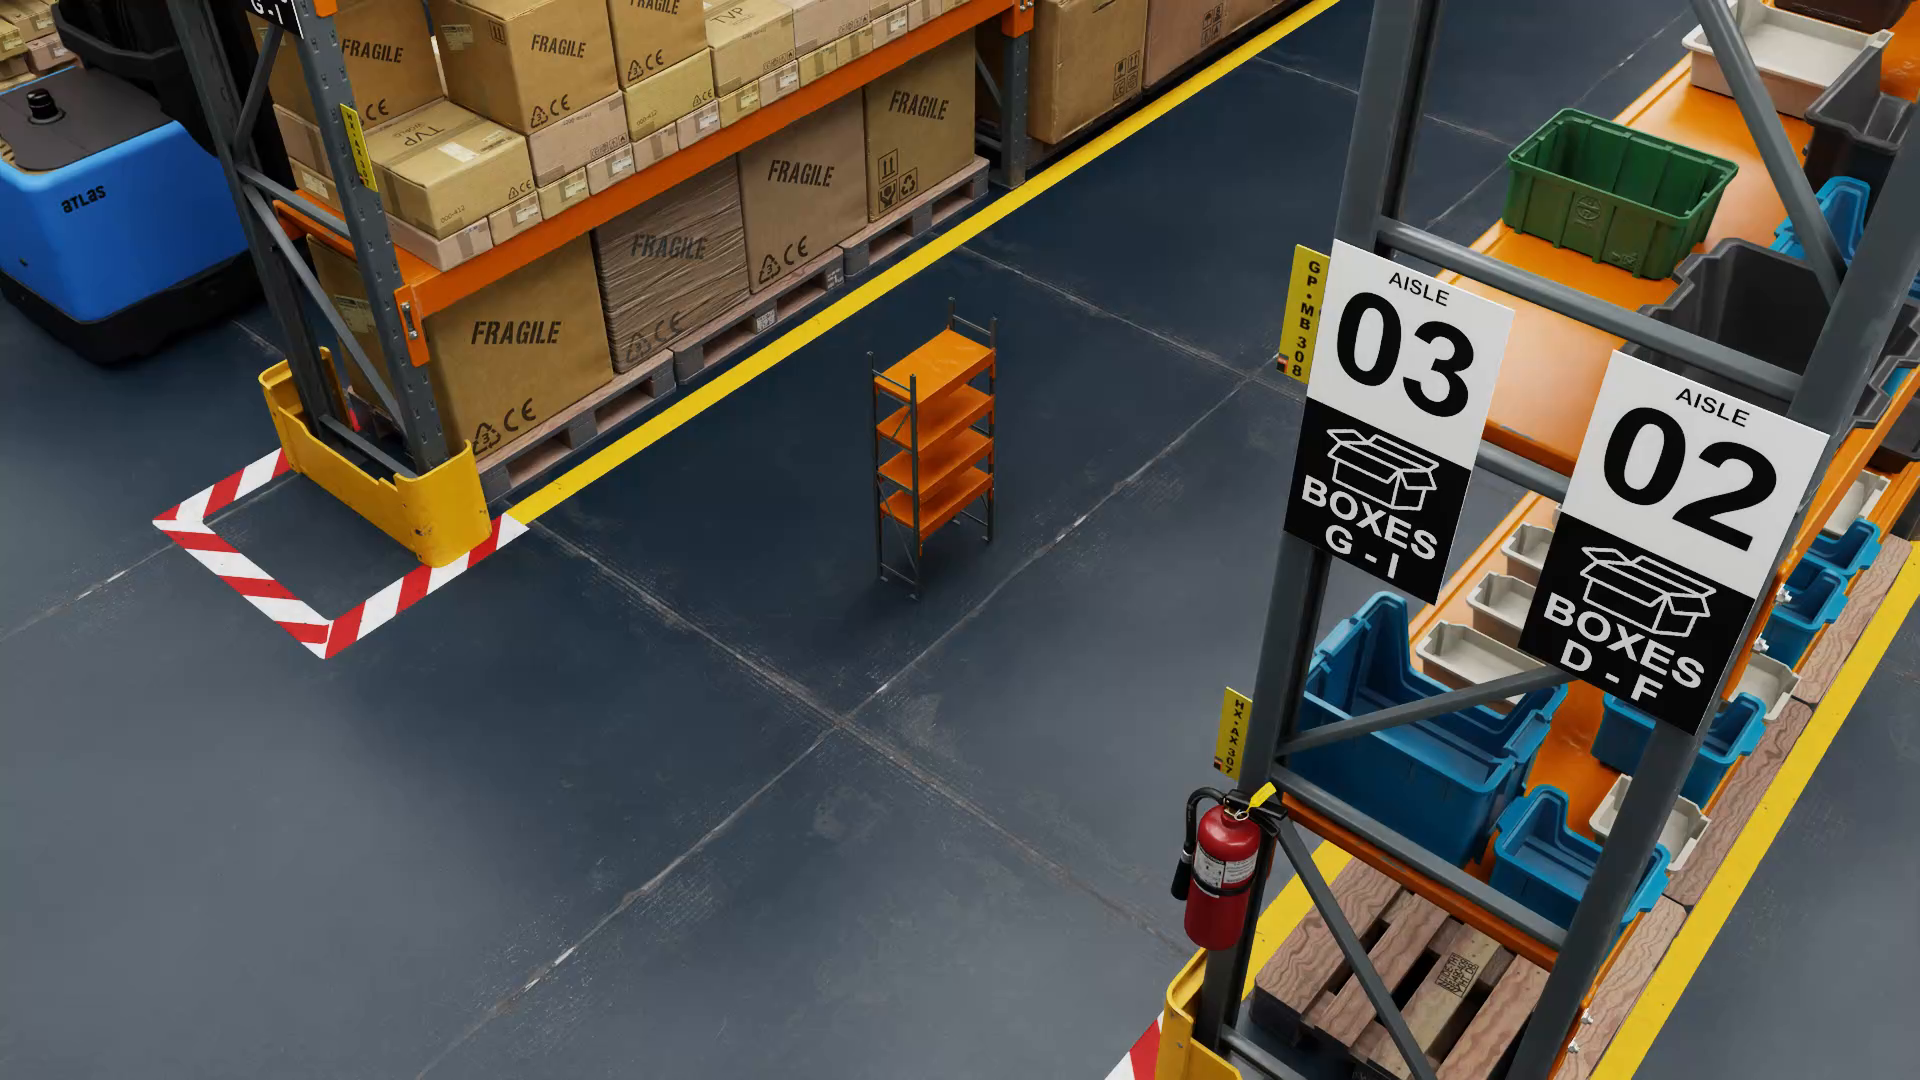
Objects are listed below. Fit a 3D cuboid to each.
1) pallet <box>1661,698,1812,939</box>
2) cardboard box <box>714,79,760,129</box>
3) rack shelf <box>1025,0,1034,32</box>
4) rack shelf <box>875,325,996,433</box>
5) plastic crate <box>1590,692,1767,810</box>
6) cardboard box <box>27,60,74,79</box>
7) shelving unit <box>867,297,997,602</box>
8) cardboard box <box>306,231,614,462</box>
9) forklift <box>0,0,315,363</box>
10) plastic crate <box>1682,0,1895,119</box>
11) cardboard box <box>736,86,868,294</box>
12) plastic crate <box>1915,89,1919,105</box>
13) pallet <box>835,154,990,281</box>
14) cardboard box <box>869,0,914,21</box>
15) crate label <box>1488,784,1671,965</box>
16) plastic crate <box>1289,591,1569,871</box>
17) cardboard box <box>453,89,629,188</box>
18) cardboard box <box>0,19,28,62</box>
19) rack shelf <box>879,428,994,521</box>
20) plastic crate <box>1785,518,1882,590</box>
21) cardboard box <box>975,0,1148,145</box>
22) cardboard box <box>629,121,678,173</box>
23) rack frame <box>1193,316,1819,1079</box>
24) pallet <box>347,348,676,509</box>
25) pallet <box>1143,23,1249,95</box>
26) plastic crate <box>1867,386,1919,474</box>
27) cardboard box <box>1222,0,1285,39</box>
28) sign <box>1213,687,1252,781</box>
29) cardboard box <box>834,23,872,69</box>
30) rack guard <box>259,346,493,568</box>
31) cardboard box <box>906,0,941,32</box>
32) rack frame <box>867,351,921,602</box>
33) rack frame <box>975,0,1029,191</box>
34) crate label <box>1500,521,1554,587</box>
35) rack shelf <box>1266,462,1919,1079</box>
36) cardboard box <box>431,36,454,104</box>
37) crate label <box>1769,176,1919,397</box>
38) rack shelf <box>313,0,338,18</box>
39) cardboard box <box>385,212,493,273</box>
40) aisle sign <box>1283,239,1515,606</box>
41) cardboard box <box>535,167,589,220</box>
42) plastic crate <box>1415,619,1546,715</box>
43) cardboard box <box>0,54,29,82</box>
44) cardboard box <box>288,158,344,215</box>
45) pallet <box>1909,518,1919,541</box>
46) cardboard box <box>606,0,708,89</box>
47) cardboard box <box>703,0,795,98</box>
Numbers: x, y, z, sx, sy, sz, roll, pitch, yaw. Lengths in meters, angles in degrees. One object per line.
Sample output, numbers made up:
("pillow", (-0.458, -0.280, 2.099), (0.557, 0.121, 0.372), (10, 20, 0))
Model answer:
("pallet", (2.522, 0.820, 6.373), (1.003, 0.211, 1.213), (29, 50, 28))
("cardboard box", (-1.145, -2.062, 7.657), (0.380, 0.149, 0.250), (28, 49, 27))
("rack shelf", (1.247, -4.146, 10.297), (1.077, 0.370, 4.000), (29, 50, 28))
("rack shelf", (-0.107, -0.649, 6.671), (0.258, 0.148, 0.480), (29, 50, 28))
("plastic crate", (2.011, 0.538, 4.691), (0.416, 0.233, 0.300), (29, 50, 28))
("cardboard box", (-5.658, -2.924, 10.225), (0.380, 0.149, 0.250), (29, 50, 28))
("shelving unit", (-0.107, -0.359, 6.935), (0.258, 1.200, 0.503), (29, 50, 28))
("cardboard box", (-2.264, -1.056, 7.631), (0.875, 0.875, 0.875), (29, 50, 28))
("forklift", (-3.713, -2.898, 8.440), (1.130, 2.935, 3.031), (29, 50, 28))
("plastic crate", (2.316, -1.362, 4.666), (0.437, 0.136, 0.530), (29, 50, 28))
("cardboard box", (-1.106, -1.983, 8.650), (0.875, 0.875, 0.875), (29, 50, 28))
("plastic crate", (2.839, -1.252, 4.437), (0.437, 0.282, 0.530), (29, 50, 28))
("pallet", (-0.590, -1.993, 9.467), (1.003, 0.211, 1.213), (29, 50, 28))
("cardboard box", (-0.455, -2.828, 8.203), (0.500, 0.250, 0.500), (31, 51, 30))
("crate label", (1.587, 0.877, 4.318), (0.416, 0.233, 0.303), (29, 50, 28))
("plastic crate", (1.249, 0.533, 4.545), (0.616, 0.435, 0.499), (29, 50, 28))
("cardboard box", (-1.770, -1.778, 7.048), (0.500, 0.250, 0.500), (29, 50, 28))
("cardboard box", (-5.749, -2.965, 9.829), (0.380, 0.149, 0.250), (27, 49, 27))
("rack shelf", (-0.107, -0.309, 6.980), (0.258, 0.148, 0.480), (29, 50, 28))
("plastic crate", (2.627, 0.045, 5.233), (0.416, 0.233, 0.300), (29, 50, 28))
("cardboard box", (0.356, -3.090, 9.868), (1.225, 0.875, 0.875), (30, 50, 29))
("cardboard box", (-1.474, -1.799, 7.368), (0.380, 0.149, 0.250), (29, 49, 28))
("rack frame", (1.176, 0.822, 4.299), (1.000, 3.000, 0.127), (29, 50, 28))
("pallet", (-2.160, -0.736, 8.085), (1.003, 0.211, 1.213), (29, 50, 28))
("pallet", (1.183, -3.411, 11.027), (1.003, 0.211, 1.213), (29, 50, 28))
("plastic crate", (3.236, -0.465, 5.874), (0.437, 0.125, 0.590), (29, 50, 28))
("cardboard box", (1.494, -4.009, 10.879), (1.225, 0.875, 0.875), (30, 50, 29))
("sign", (0.745, 0.532, 4.496), (0.100, 0.325, 0.005), (29, 50, 28))
("cardboard box", (-0.648, -2.460, 8.095), (0.380, 0.149, 0.250), (30, 50, 29))
("rack guard", (-2.630, -0.385, 7.484), (1.175, 0.500, 0.348), (29, 50, 28))
("cardboard box", (-0.317, -2.726, 8.387), (0.380, 0.149, 0.250), (29, 50, 28))
("rack frame", (-0.264, -0.233, 6.797), (0.240, 1.200, 0.015), (29, 50, 28))
("rack frame", (-0.041, -3.382, 8.922), (1.000, 3.000, 0.127), (29, 50, 28))
("crate label", (1.920, 0.102, 5.242), (0.396, 0.136, 0.243), (29, 50, 28))
("rack shelf", (2.463, 0.058, 5.673), (1.077, 0.370, 4.000), (29, 50, 28))
("cardboard box", (-2.179, -2.002, 7.295), (0.500, 0.250, 0.500), (29, 50, 28))
("crate label", (2.017, -0.568, 3.708), (0.408, 0.251, 0.502), (29, 50, 28))
("rack shelf", (-1.328, -3.196, 7.022), (1.077, 0.370, 4.000), (29, 50, 28))
("cardboard box", (-2.134, -1.269, 6.785), (0.380, 0.149, 0.250), (30, 50, 29))
("aisle sign", (0.906, -0.230, 3.523), (0.394, 0.787, 0.004), (29, 50, 28))
("cardboard box", (-1.805, -1.534, 7.077), (0.380, 0.149, 0.250), (28, 49, 28))
("plastic crate", (1.562, 0.399, 4.915), (0.396, 0.136, 0.243), (29, 50, 28))
("cardboard box", (-5.812, -2.891, 9.968), (0.380, 0.149, 0.250), (32, 51, 30))
("cardboard box", (-2.638, -1.555, 7.100), (0.380, 0.149, 0.250), (30, 50, 29))
("pallet", (4.279, -0.585, 7.919), (1.003, 0.211, 1.213), (29, 50, 28))
("cardboard box", (-1.449, -2.312, 7.078), (0.500, 0.500, 0.500), (28, 49, 27))
("cardboard box", (-1.112, -2.306, 7.629), (0.500, 0.250, 0.500), (29, 49, 28))
